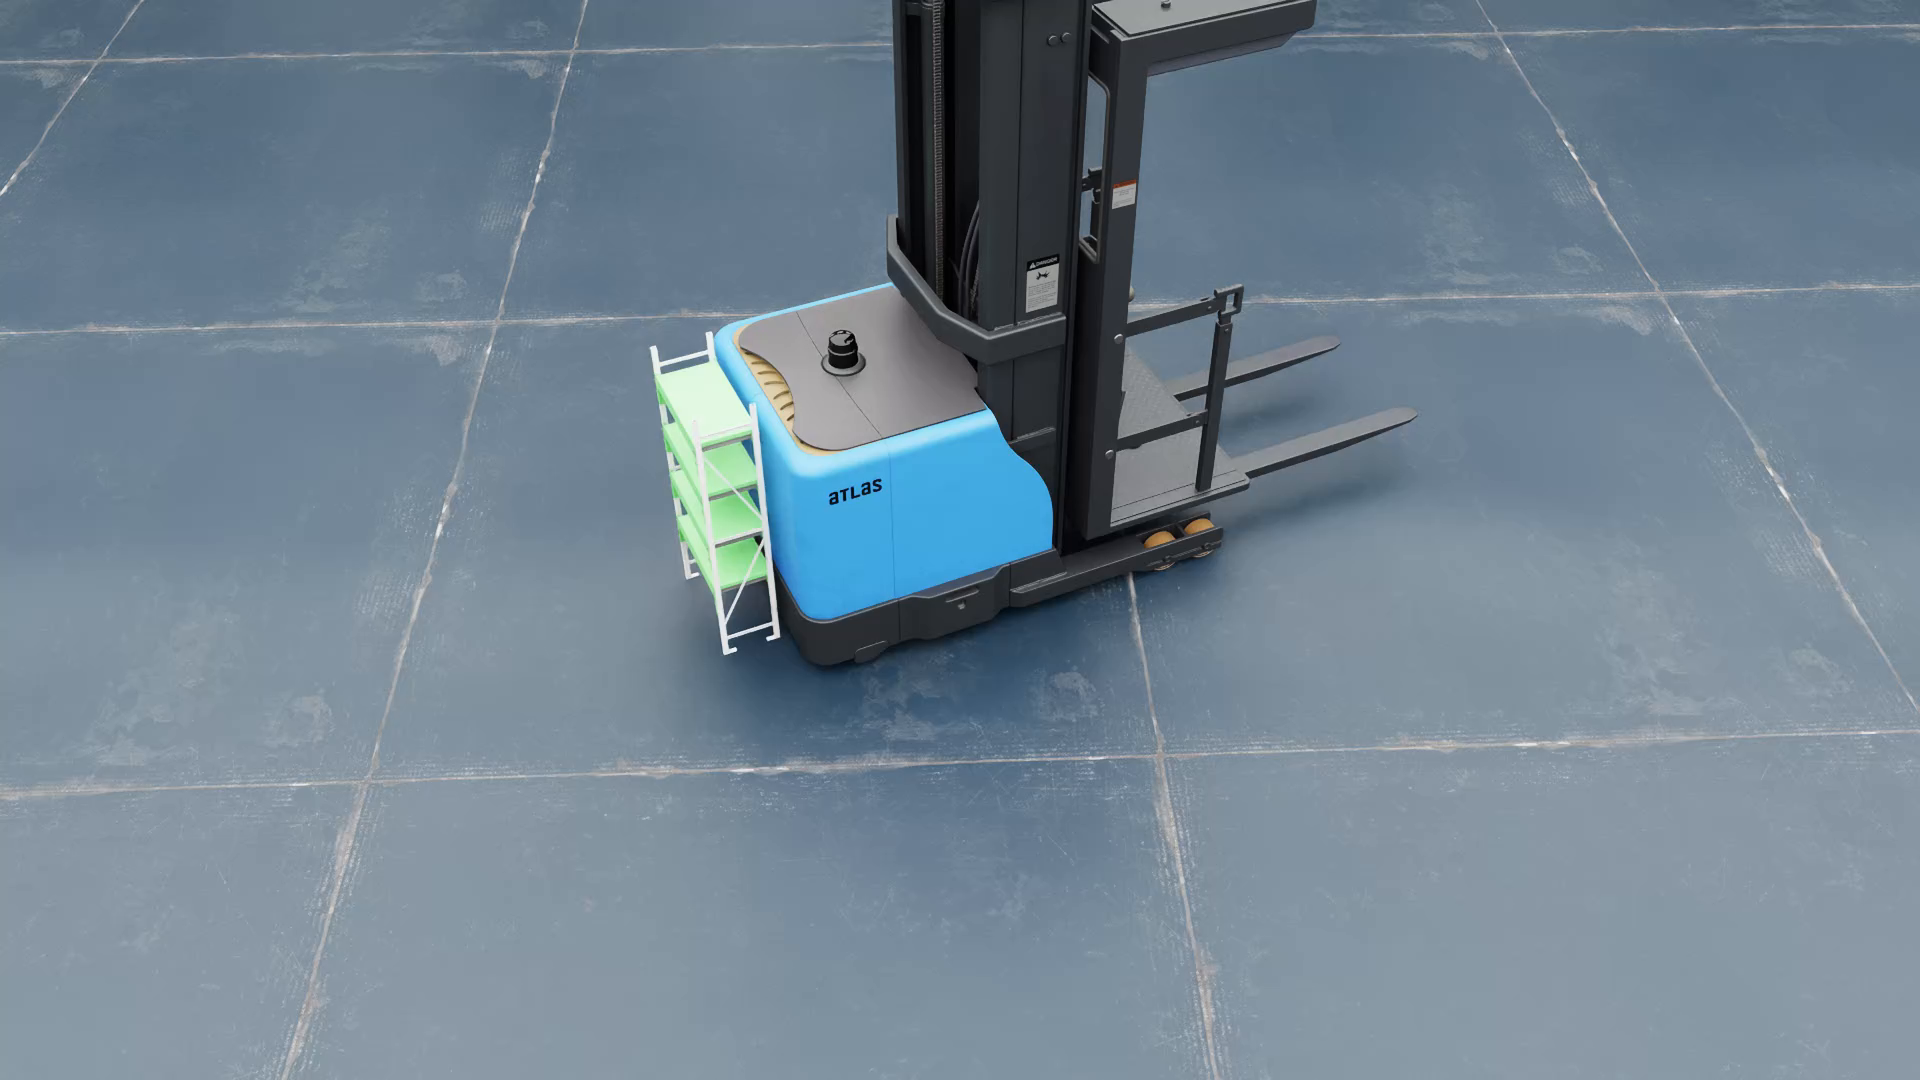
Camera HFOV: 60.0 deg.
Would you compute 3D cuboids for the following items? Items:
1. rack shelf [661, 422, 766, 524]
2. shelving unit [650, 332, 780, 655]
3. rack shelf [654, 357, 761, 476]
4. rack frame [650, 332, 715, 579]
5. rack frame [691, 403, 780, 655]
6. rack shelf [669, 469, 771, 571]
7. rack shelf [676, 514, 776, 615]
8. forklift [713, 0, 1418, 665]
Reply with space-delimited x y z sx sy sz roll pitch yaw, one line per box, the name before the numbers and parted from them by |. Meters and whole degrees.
rack shelf | -0.952 -0.294 6.422 0.258 0.148 0.480 -17 45 -18
shelving unit | -0.952 -0.164 6.541 0.258 1.200 0.503 -17 45 -18
rack shelf | -0.952 -0.471 6.260 0.258 0.148 0.480 -17 45 -18
rack frame | -1.055 -0.313 6.704 0.240 1.200 0.015 -17 45 -18
rack frame | -0.849 -0.014 6.378 0.240 1.200 0.015 -17 45 -18
rack shelf | -0.952 -0.117 6.584 0.258 0.148 0.480 -17 45 -18
rack shelf | -0.952 0.060 6.746 0.258 0.148 0.480 -17 45 -18
forklift | 0.568 -1.259 6.454 3.031 2.935 1.130 -17 45 -18
